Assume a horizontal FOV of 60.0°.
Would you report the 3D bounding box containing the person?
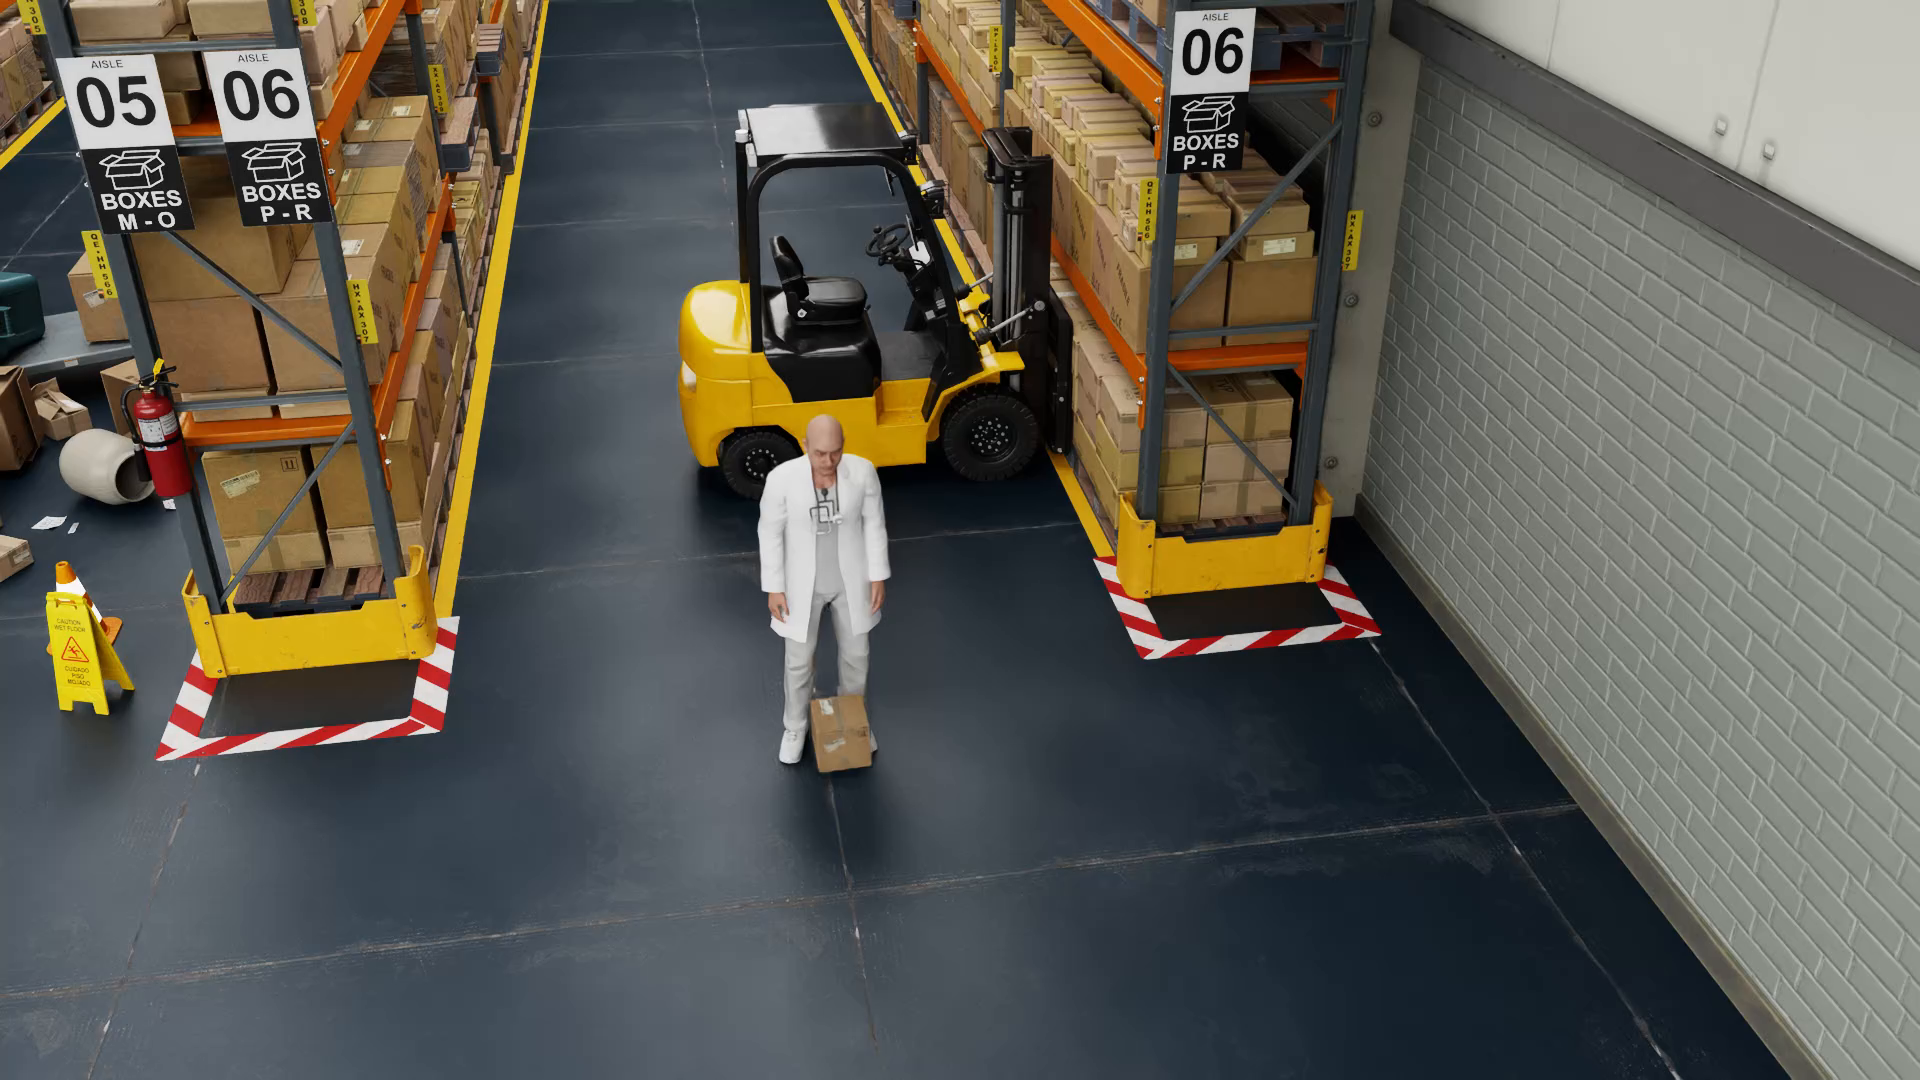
[{"bbox_3d":[-0.626,0.208,7.799,0.612,1.775,0.426,-6,31,-11],"label":"person"}]
